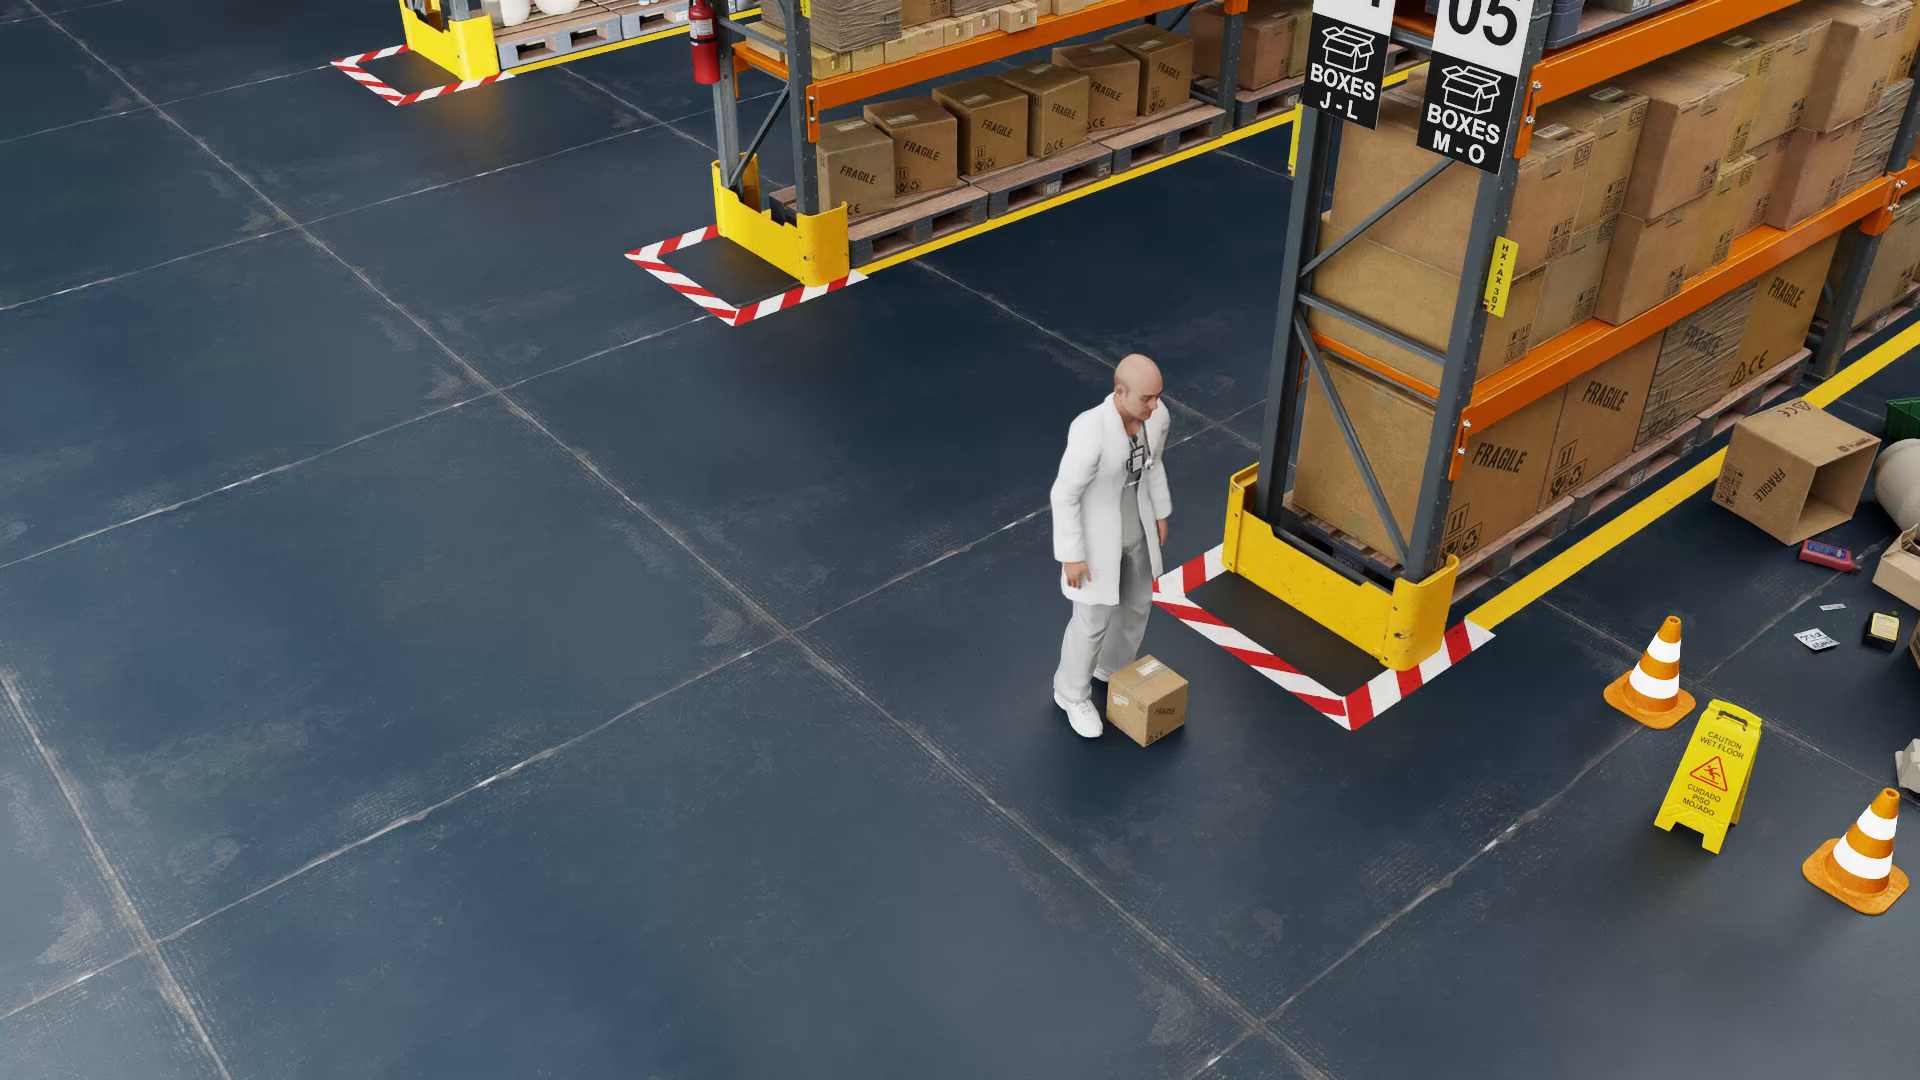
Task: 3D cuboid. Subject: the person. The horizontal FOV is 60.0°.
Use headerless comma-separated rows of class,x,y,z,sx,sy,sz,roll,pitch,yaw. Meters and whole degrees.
person,0.659,-0.012,7.111,0.641,1.773,0.427,-26,43,-32
